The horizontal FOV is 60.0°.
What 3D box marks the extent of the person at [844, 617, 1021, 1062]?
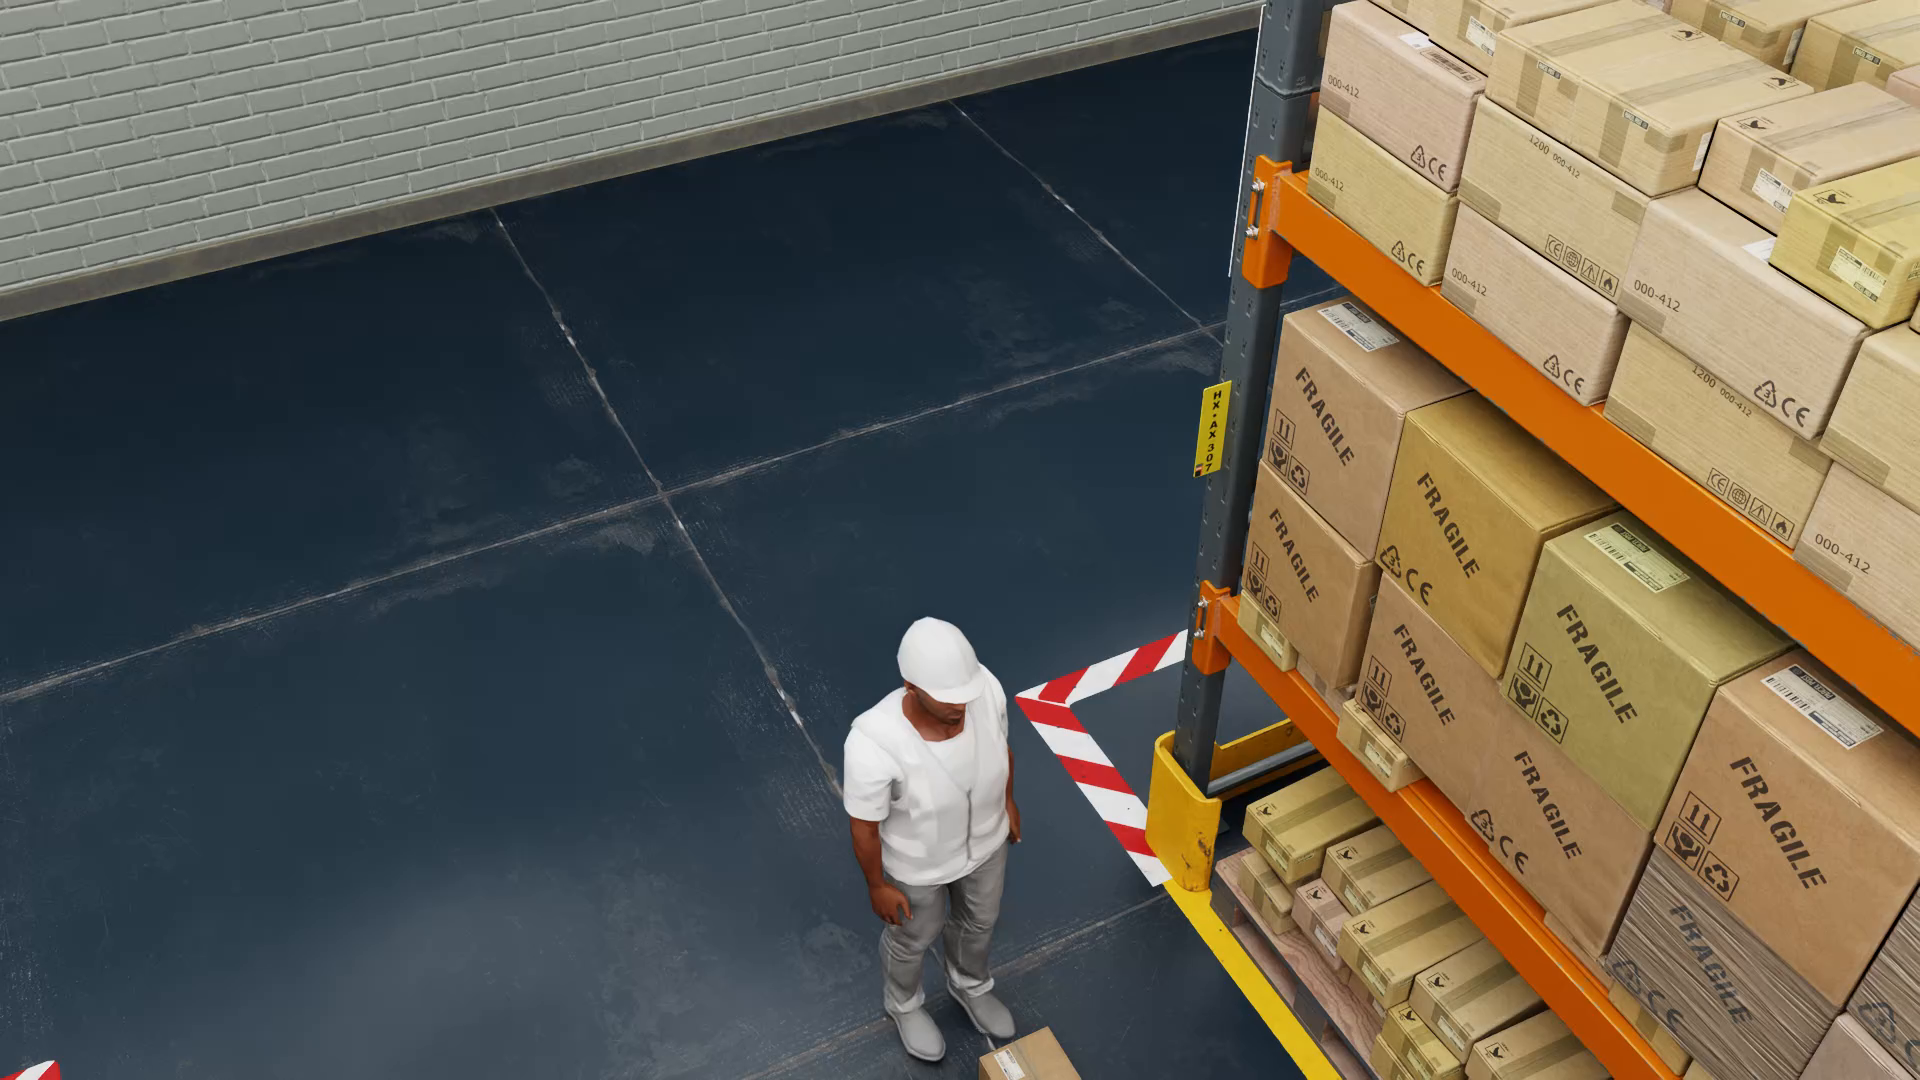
[{"bbox_3d":[-0.040,0.946,5.056,0.596,1.806,0.403,-25,47,-26],"label":"person"}]
